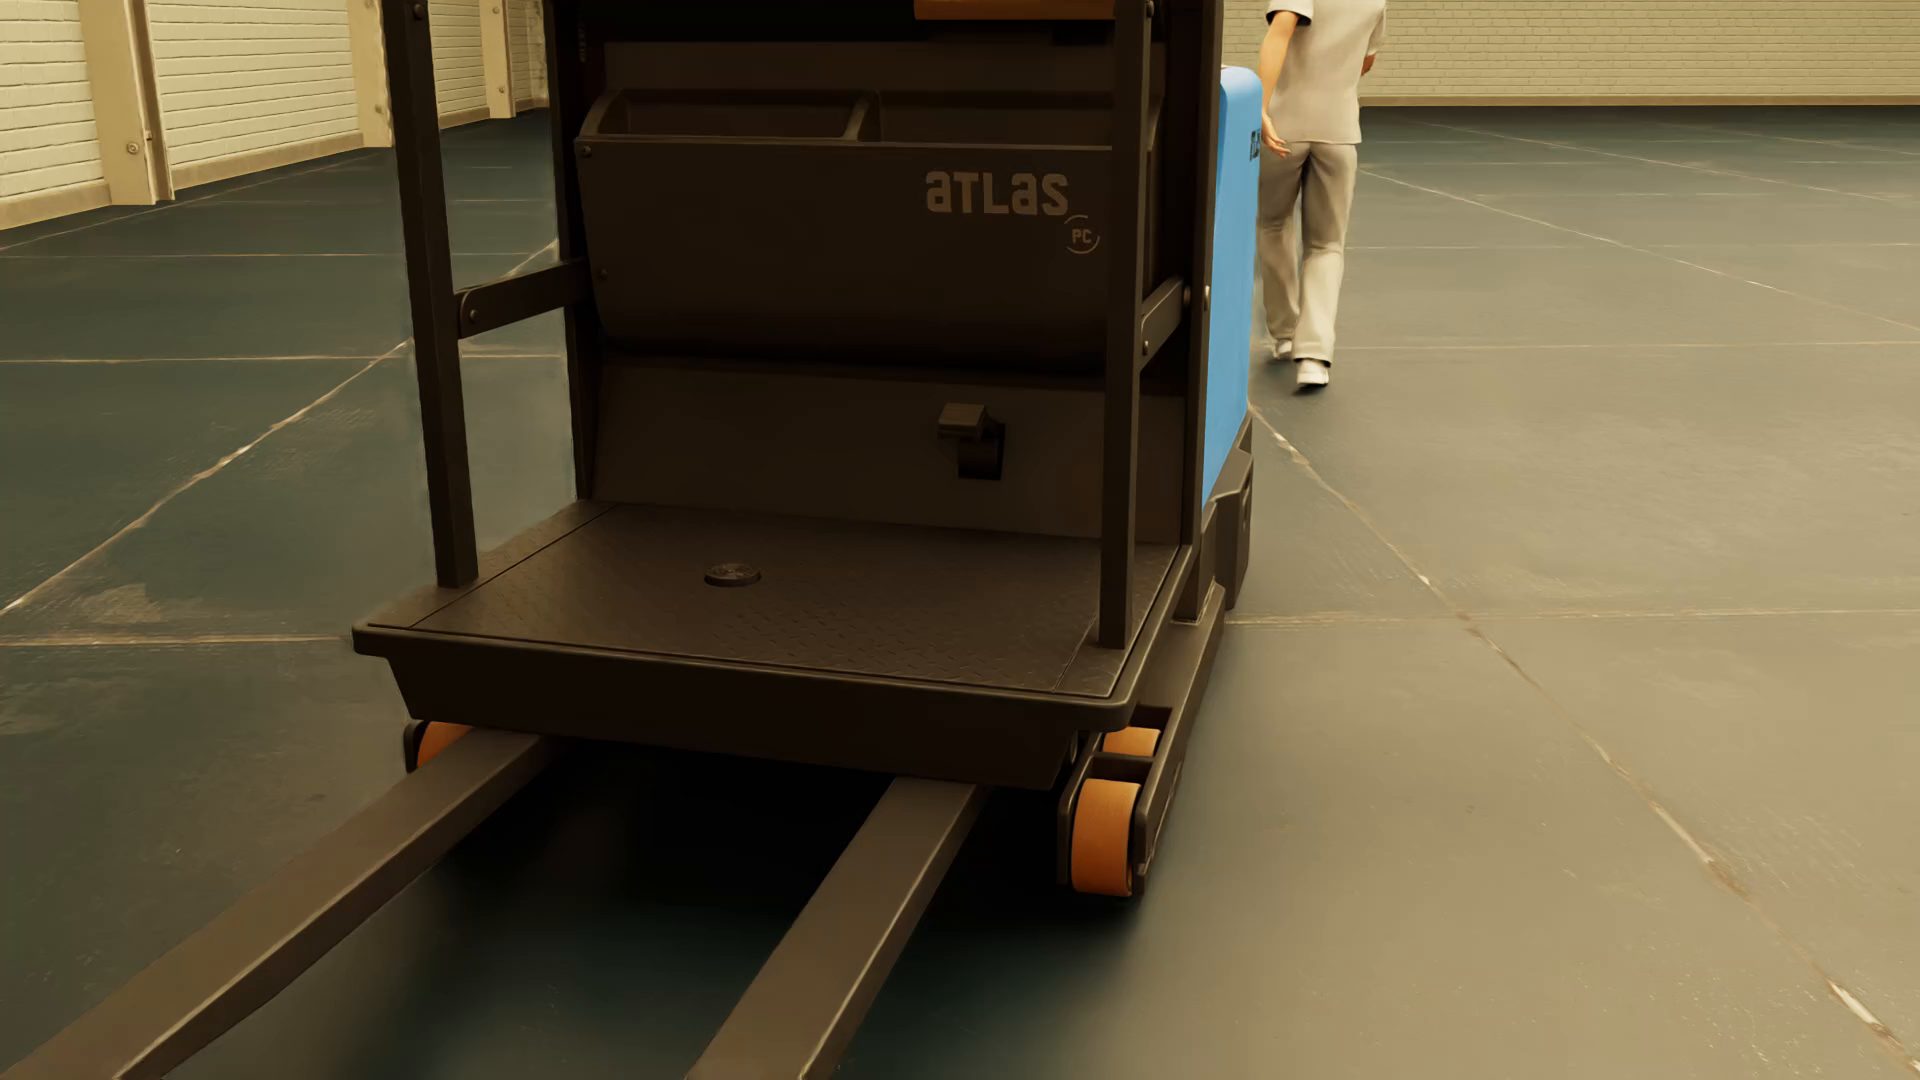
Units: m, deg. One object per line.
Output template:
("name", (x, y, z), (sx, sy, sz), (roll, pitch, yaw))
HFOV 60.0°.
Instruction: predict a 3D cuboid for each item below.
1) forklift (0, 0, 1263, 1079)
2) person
("forklift", (-0.202, -1.031, 2.277), (1.130, 2.935, 3.031), (4, 18, 14))
("person", (1.169, -1.333, 5.582), (0.475, 1.630, 0.875), (0, 17, 1))
